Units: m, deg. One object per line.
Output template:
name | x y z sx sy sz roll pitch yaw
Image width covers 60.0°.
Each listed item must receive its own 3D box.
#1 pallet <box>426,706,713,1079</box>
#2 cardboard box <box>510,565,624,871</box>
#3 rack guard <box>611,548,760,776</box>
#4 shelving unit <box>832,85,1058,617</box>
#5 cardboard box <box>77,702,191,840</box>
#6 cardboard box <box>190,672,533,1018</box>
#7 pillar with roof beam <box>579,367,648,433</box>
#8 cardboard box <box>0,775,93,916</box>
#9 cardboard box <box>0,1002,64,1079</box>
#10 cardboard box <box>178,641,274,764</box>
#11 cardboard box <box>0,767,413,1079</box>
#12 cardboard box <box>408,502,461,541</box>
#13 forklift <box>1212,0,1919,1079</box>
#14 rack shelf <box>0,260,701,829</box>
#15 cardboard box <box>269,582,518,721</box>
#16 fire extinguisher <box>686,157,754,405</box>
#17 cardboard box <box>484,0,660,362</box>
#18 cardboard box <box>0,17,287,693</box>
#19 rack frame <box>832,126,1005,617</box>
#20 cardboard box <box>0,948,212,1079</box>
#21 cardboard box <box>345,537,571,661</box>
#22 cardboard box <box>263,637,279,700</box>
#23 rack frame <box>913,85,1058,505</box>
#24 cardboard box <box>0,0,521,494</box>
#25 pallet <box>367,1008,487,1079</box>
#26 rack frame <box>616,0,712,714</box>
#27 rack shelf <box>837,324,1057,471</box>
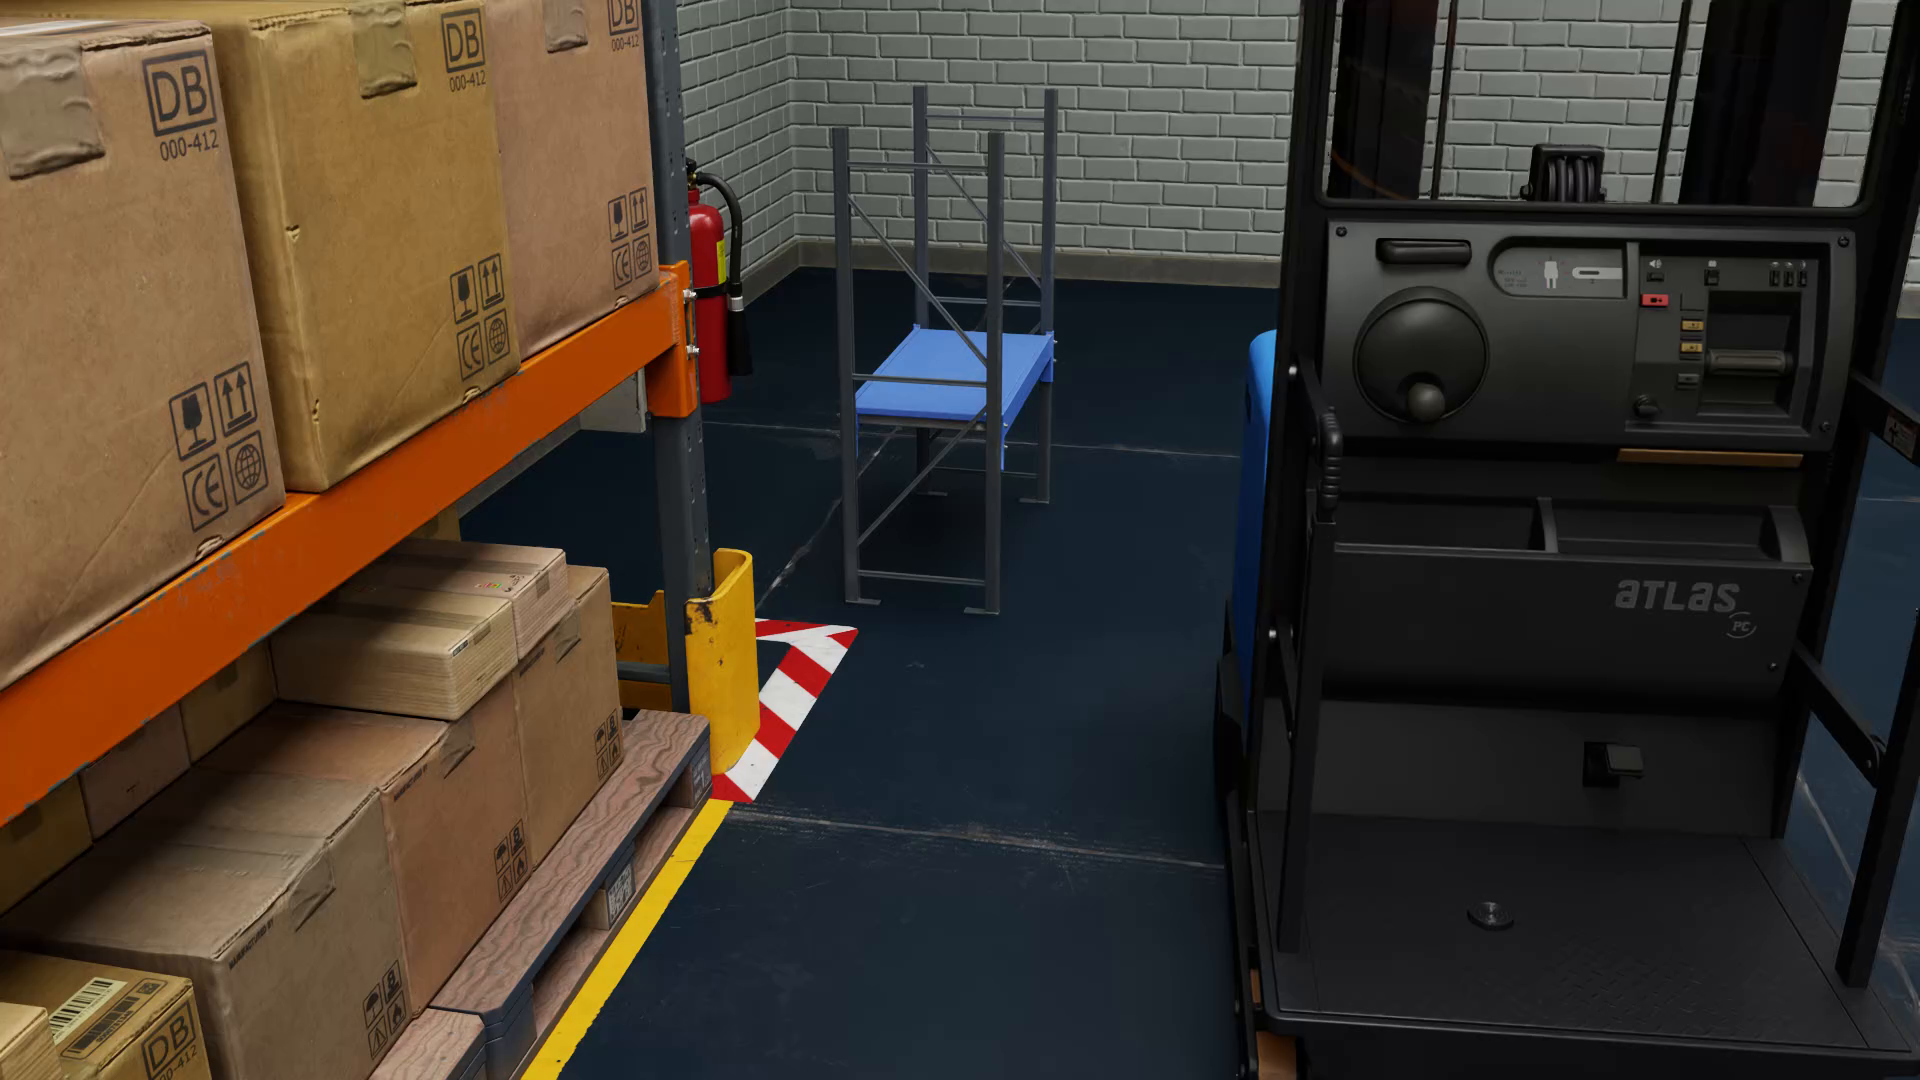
pallet | -1.236 0.722 3.779 1.003 0.211 1.213 4 22 11
cardboard box | -1.195 0.358 3.733 0.700 0.500 0.500 4 22 11
rack guard | -1.145 0.281 4.488 1.175 0.500 0.348 4 22 11
shelving unit | -0.017 -0.665 5.496 0.538 1.500 1.048 4 22 11
cardboard box | -1.570 0.366 2.845 0.380 0.149 0.250 5 22 12
cardboard box | -1.297 0.541 3.279 0.700 0.500 0.500 4 22 11
pillar with roof beam | 2.769 -4.378 4.679 9.100 9.000 0.400 4 22 11
cardboard box | -1.622 0.460 2.611 0.380 0.149 0.250 5 22 11
cardboard box | -1.358 0.689 2.044 0.380 0.149 0.250 4 22 9
cardboard box | -1.519 0.273 3.076 0.380 0.149 0.250 5 22 11
cardboard box | -1.399 0.725 2.822 0.700 0.500 0.500 4 22 9
cardboard box | -1.365 -0.004 3.763 0.380 0.149 0.250 5 22 11
forklift | 1.116 -0.363 2.832 1.130 2.935 3.031 2 22 5
rack shelf | -1.558 0.195 2.317 1.077 0.370 4.000 4 22 11
cardboard box | -1.094 0.212 3.228 0.380 0.149 0.250 5 22 12
fire extinguisher | -0.667 -0.681 4.133 0.296 0.674 0.183 4 22 11
cardboard box | -1.244 -0.822 3.478 0.980 0.700 0.700 5 23 13
cardboard box | -1.546 -0.277 2.125 0.980 0.700 0.700 3 22 8
rack frame | -0.121 -0.479 5.034 0.500 1.500 0.032 4 22 11
cardboard box | -1.500 0.921 2.336 0.700 0.500 0.500 5 22 12
cardboard box | -1.043 0.118 3.461 0.380 0.149 0.250 4 22 10
cardboard box | -1.468 0.182 3.303 0.380 0.149 0.250 5 22 11
rack frame | 0.086 -0.850 5.958 0.500 1.500 0.032 4 22 11
cardboard box | -1.382 -0.555 2.815 0.980 0.700 0.700 4 22 10
pallet | -1.488 1.167 2.675 1.003 0.211 1.213 4 22 11
rack frame | -1.150 -0.870 3.999 1.000 3.000 0.127 4 22 11
rack shelf | -0.017 -0.498 5.563 0.538 0.185 1.000 4 22 11
